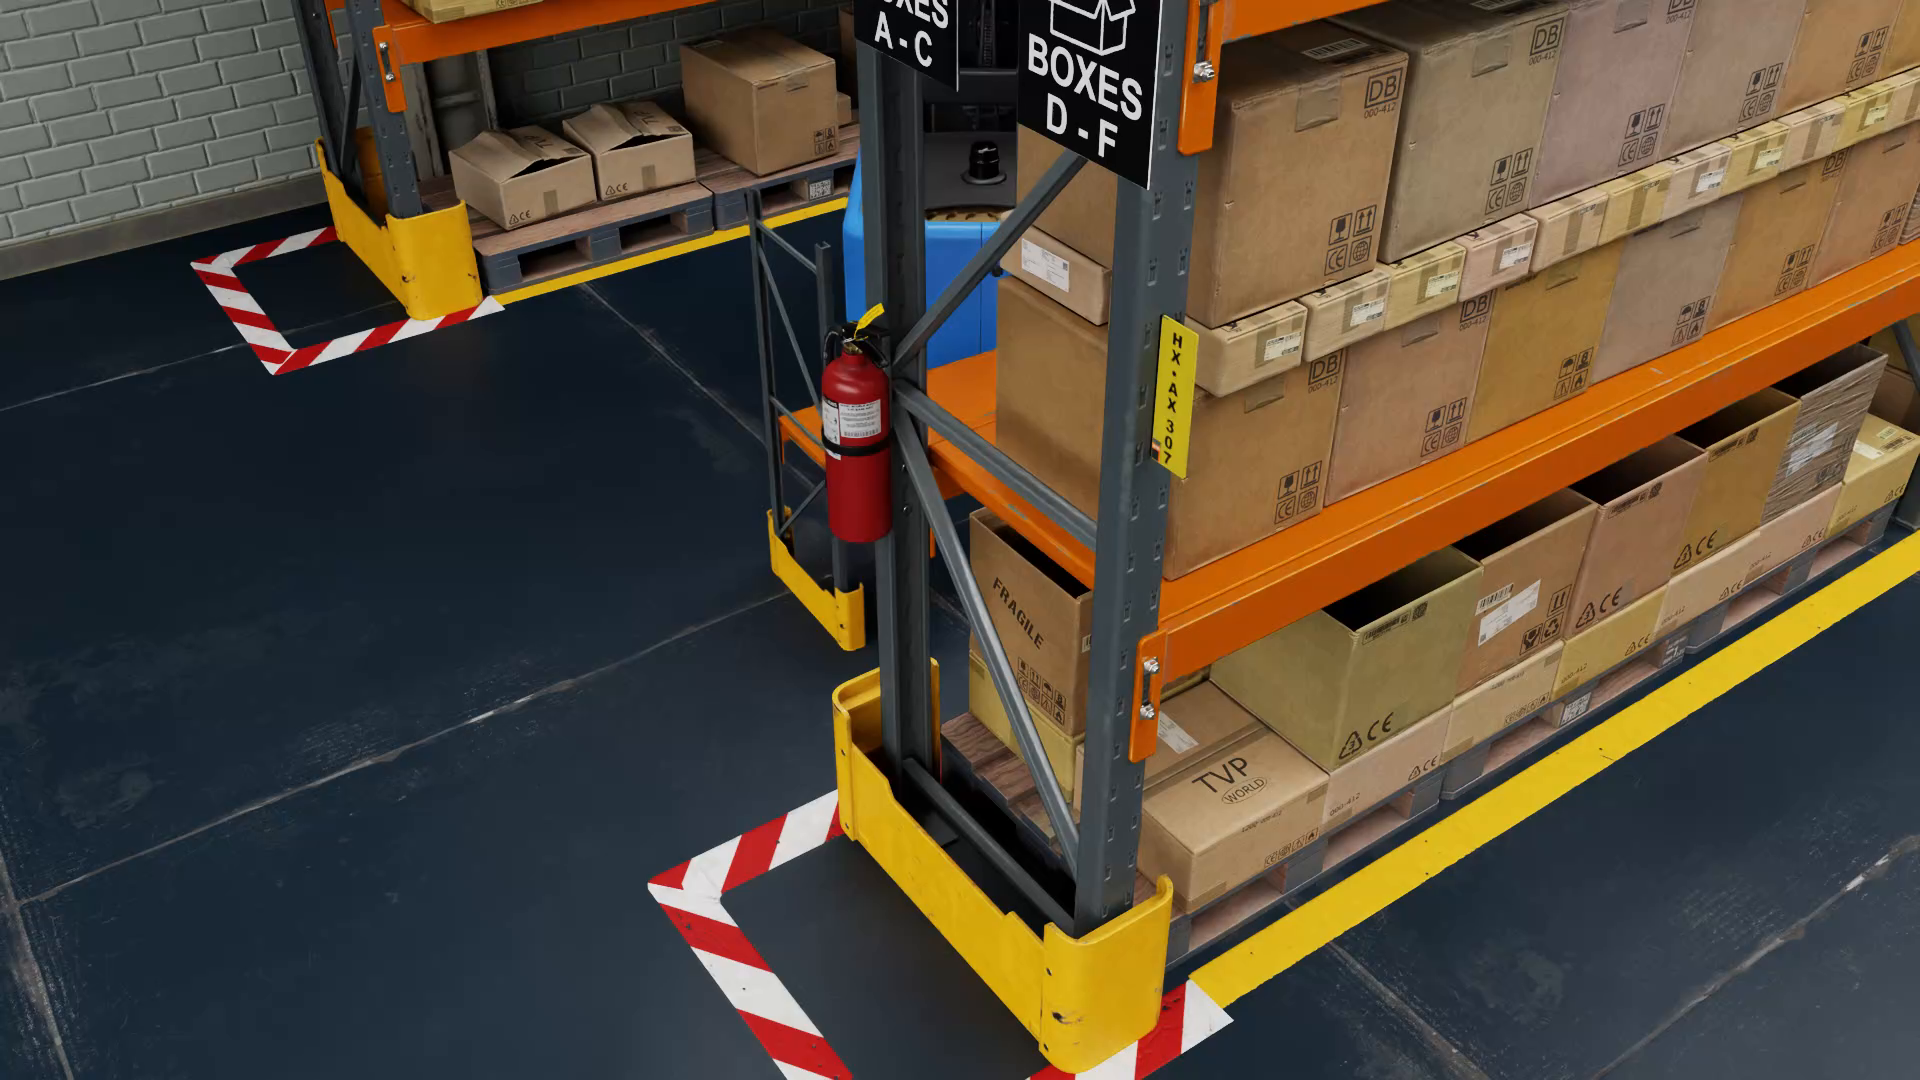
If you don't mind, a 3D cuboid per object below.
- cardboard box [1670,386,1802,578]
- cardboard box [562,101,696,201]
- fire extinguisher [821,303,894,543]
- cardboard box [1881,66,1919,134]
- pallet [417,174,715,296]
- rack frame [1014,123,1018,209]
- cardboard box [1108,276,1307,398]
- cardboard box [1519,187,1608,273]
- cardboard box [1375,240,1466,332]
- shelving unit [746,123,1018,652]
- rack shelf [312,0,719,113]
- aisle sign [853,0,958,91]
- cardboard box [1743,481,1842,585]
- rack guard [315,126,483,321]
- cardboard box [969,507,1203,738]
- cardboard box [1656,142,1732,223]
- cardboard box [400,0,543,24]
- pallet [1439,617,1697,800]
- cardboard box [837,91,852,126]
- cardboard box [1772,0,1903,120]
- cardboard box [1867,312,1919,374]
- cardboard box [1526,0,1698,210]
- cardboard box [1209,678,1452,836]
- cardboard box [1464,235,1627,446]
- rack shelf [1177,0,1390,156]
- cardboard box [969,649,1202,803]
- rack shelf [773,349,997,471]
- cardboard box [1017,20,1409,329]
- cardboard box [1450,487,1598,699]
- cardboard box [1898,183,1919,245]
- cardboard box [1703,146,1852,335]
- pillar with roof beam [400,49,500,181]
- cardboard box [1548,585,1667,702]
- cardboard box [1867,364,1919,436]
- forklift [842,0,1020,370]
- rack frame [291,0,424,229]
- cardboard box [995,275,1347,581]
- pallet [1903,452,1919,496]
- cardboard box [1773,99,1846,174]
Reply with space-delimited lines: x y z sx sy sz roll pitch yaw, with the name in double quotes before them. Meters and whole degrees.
"cardboard box" 2.299 -0.272 5.412 0.500 0.500 0.500 -22 41 -28
"cardboard box" -1.669 -1.992 8.377 0.500 0.311 0.500 -19 40 -24
"fire extinguisher" -0.260 -0.311 4.180 0.183 0.674 0.296 -22 41 -28
"cardboard box" 2.645 -1.356 4.925 0.250 0.149 0.380 -22 41 -28
"pallet" -2.006 -1.673 8.396 1.213 0.211 1.003 -22 41 -28
"rack frame" 0.336 -0.687 5.921 0.032 1.500 0.500 -20 40 -26
"cardboard box" 0.549 -0.494 3.726 0.250 0.149 0.380 -23 41 -28
"cardboard box" 1.392 -0.842 4.210 0.250 0.149 0.380 -24 42 -29
"cardboard box" 0.968 -0.667 3.967 0.250 0.149 0.380 -22 41 -28
"shelving unit" -0.086 -0.532 5.705 1.083 1.500 0.587 -20 40 -26
"rack shelf" -1.117 -2.904 8.335 4.000 0.370 1.077 -22 41 -28
"aisle sign" -0.118 -1.334 3.309 0.004 0.787 0.394 -22 41 -28
"cardboard box" 2.707 -0.136 5.866 0.500 0.250 0.500 -22 41 -28
"rack guard" -2.690 -1.534 7.955 0.348 0.500 1.175 -22 41 -28
"cardboard box" 0.371 0.159 4.814 0.500 0.500 0.500 -22 41 -28
"cardboard box" 1.806 -1.010 4.444 0.250 0.149 0.380 -22 41 -27
"cardboard box" -2.170 -2.483 7.245 0.500 0.250 0.500 -24 42 -29
"pallet" 1.702 0.286 5.671 1.213 0.211 1.003 -22 41 -28
"cardboard box" -0.802 -2.362 9.029 0.250 0.149 0.380 -26 43 -31
"cardboard box" 2.193 -1.582 4.684 0.500 0.500 0.700 -22 41 -28
"cardboard box" 3.855 -0.808 6.319 0.500 0.311 0.500 -22 41 -28
"cardboard box" 1.375 -1.246 4.216 0.500 0.500 0.700 -22 41 -28
"cardboard box" 1.078 0.541 4.924 0.500 0.250 0.500 -22 41 -28
"cardboard box" 1.329 -0.695 4.562 0.500 0.500 0.700 -22 41 -28
"rack shelf" 1.739 -1.759 4.174 4.000 0.370 1.077 -22 41 -28
"cardboard box" 0.373 0.464 5.031 0.500 0.250 0.500 -22 41 -28
"rack shelf" -0.094 -0.383 5.806 1.000 0.185 0.538 -20 40 -26
"cardboard box" 0.537 -0.896 3.731 0.500 0.500 0.700 -22 41 -28
"cardboard box" 1.480 0.063 4.946 0.500 0.500 0.500 -22 41 -28
"cardboard box" 3.015 -1.394 5.534 0.500 0.500 0.700 -24 42 -29
"cardboard box" 2.175 -1.047 5.051 0.500 0.500 0.700 -22 41 -27
"pillar with roof beam" -0.198 -3.553 3.482 0.400 9.000 9.100 -22 41 -28
"cardboard box" 1.898 0.207 5.388 0.500 0.250 0.500 -22 41 -28
"cardboard box" 3.846 -0.577 6.479 0.500 0.250 0.500 -23 42 -29
"forklift" 0.128 -2.311 6.952 1.130 2.935 3.031 1 36 2
"rack frame" -2.752 -2.523 7.189 0.127 3.000 1.000 -22 41 -28
"cardboard box" 0.493 -0.352 4.085 0.500 0.500 0.700 -22 41 -28
"pallet" 3.954 -0.640 6.959 1.213 0.211 1.003 -22 41 -28
"cardboard box" 2.236 -1.190 4.694 0.250 0.149 0.380 -21 41 -27
